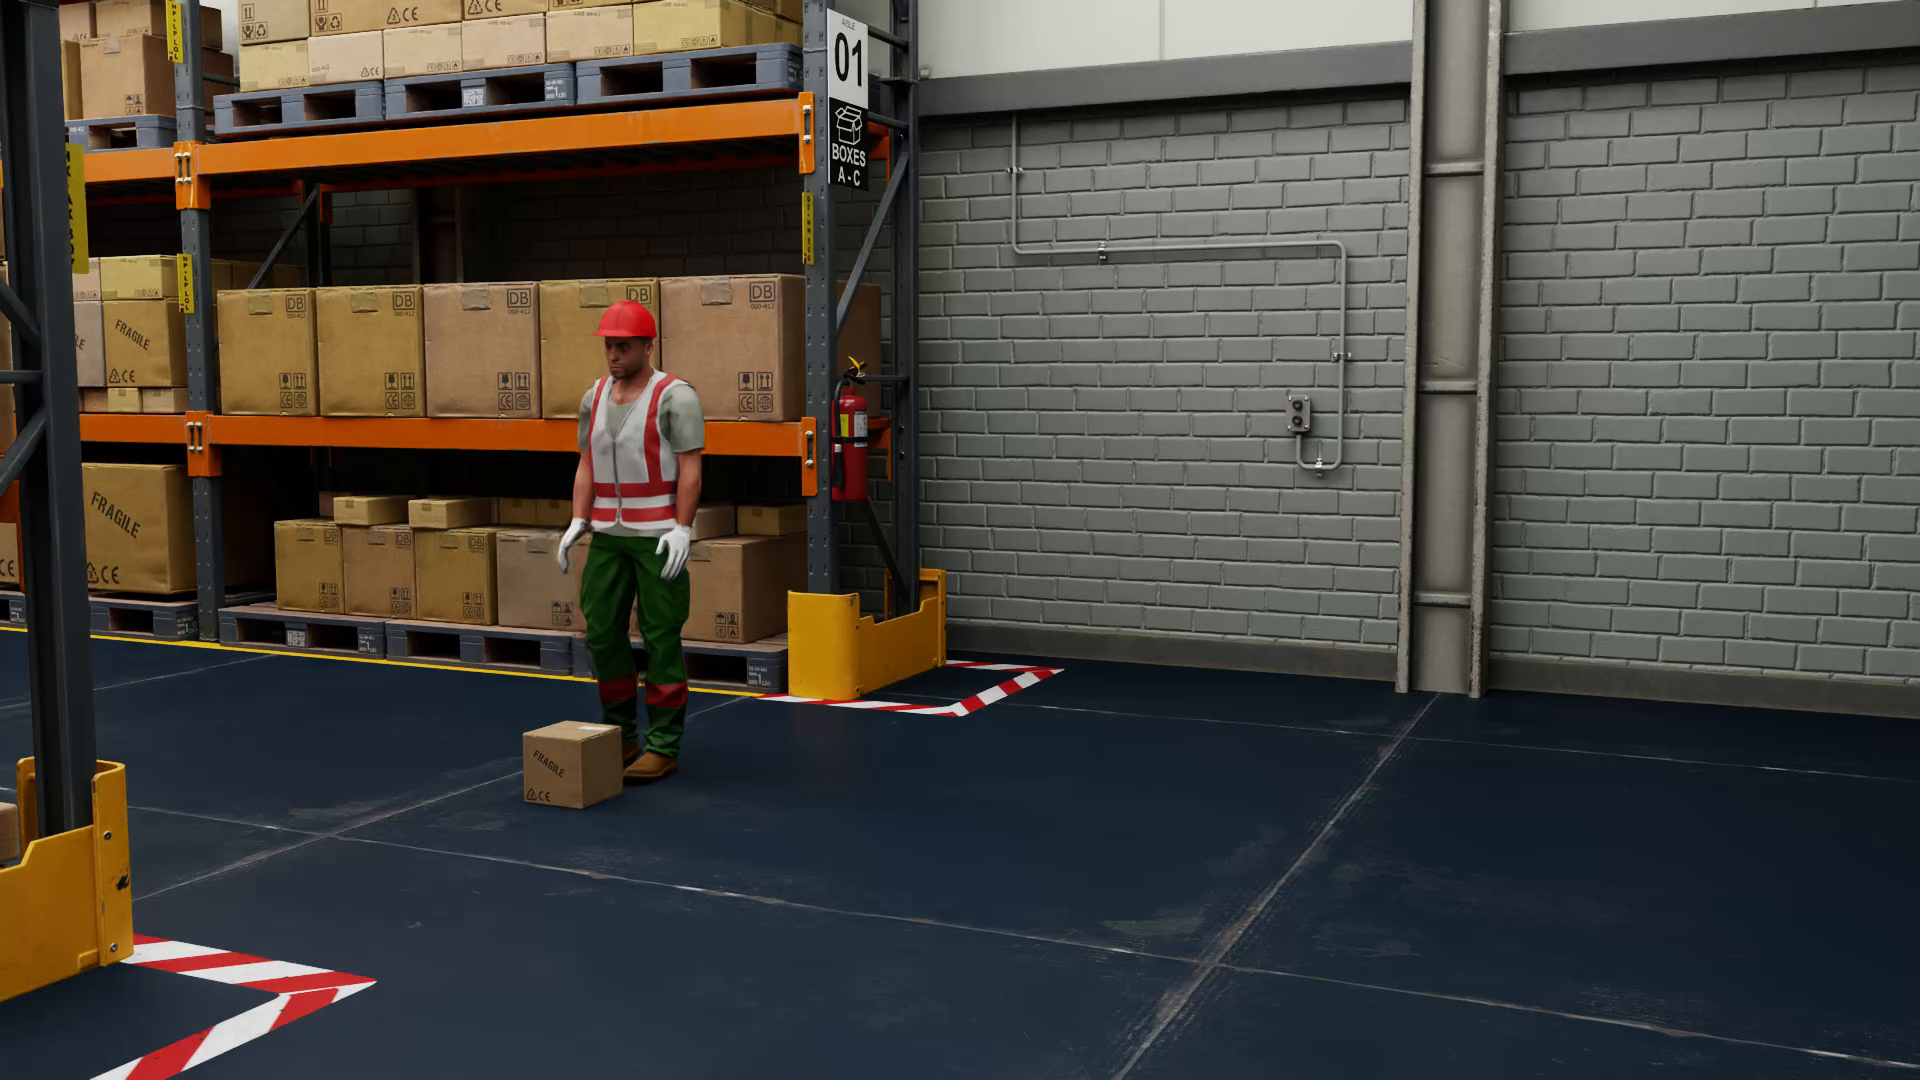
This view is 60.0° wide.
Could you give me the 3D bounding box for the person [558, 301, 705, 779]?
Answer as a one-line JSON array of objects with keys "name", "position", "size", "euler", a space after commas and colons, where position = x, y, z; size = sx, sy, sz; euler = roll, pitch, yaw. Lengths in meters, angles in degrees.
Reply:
[{"name": "person", "position": [-1.231, 0.034, 6.298], "size": [0.539, 1.857, 0.413], "euler": [2, 6, 23]}]
